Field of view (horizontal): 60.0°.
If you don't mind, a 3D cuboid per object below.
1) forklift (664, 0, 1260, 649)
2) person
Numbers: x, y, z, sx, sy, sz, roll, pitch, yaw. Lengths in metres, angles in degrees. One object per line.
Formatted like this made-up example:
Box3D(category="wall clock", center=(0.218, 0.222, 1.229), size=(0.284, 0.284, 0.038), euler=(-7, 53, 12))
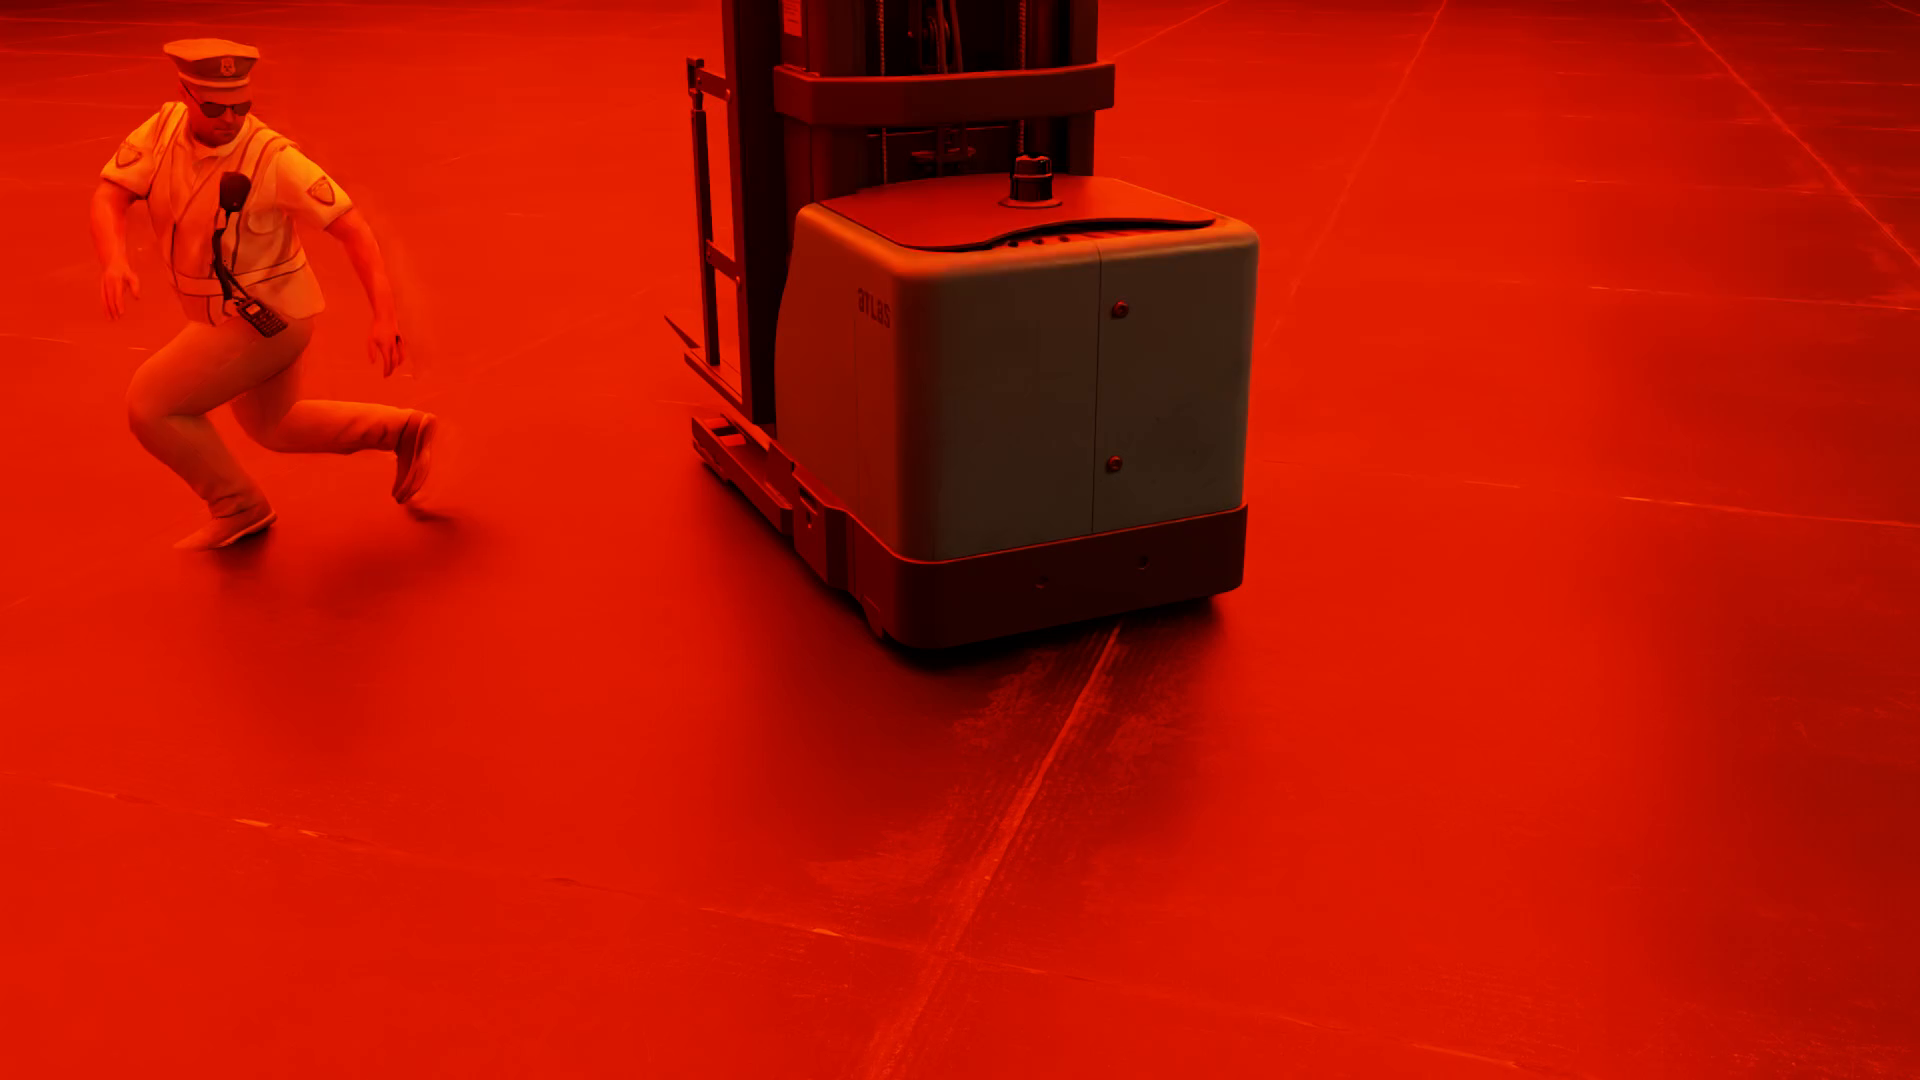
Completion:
Box3D(category="forklift", center=(-0.274, -1.604, 5.165), size=(1.130, 2.935, 3.031), euler=(-10, 24, -22))
Box3D(category="person", center=(-2.051, -0.702, 4.924), size=(0.908, 1.526, 0.650), euler=(-14, 26, -31))
